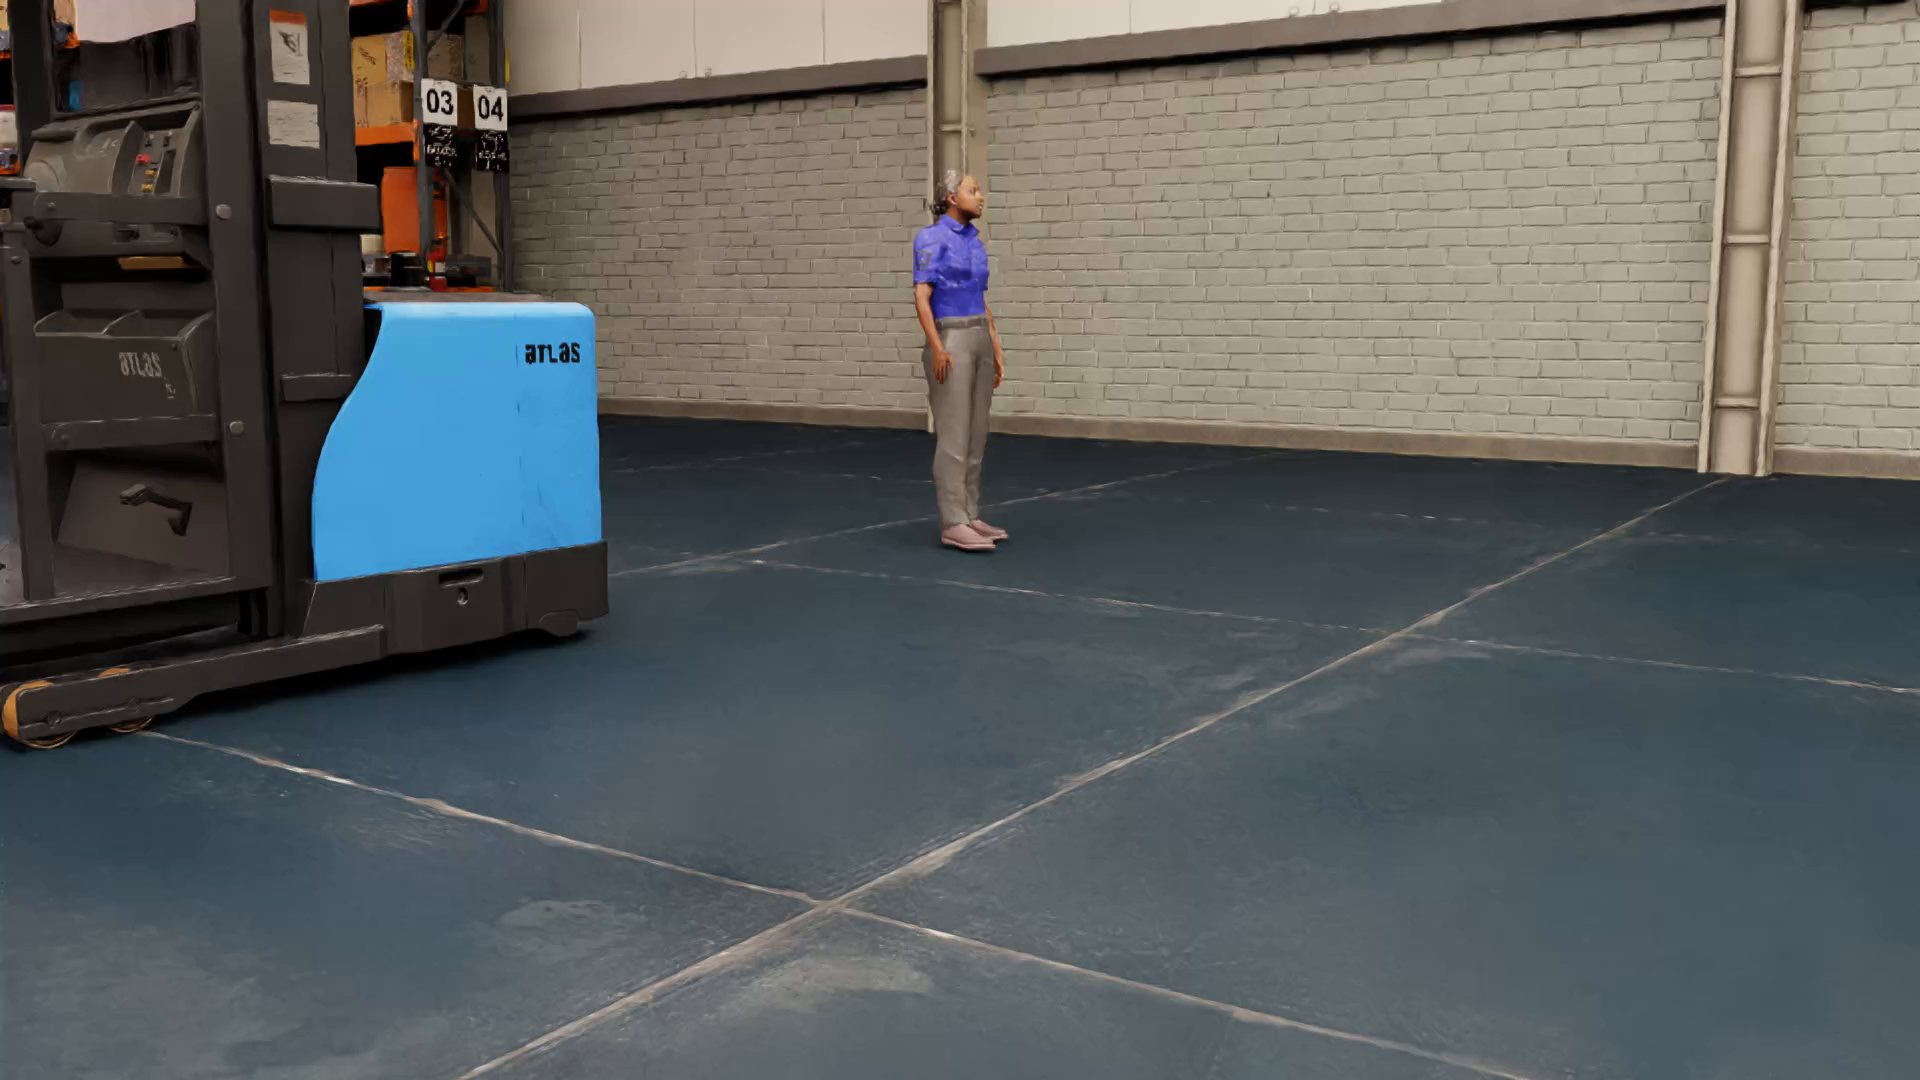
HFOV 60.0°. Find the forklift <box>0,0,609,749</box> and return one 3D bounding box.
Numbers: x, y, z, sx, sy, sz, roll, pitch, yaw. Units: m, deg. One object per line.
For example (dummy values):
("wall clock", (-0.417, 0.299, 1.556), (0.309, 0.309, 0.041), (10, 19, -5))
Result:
("forklift", (-2.452, -1.022, 4.378), (1.130, 2.935, 3.031), (6, 10, 38))

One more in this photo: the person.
("person", (0.062, -0.817, 7.421), (0.503, 1.654, 0.570), (5, 10, 34))
